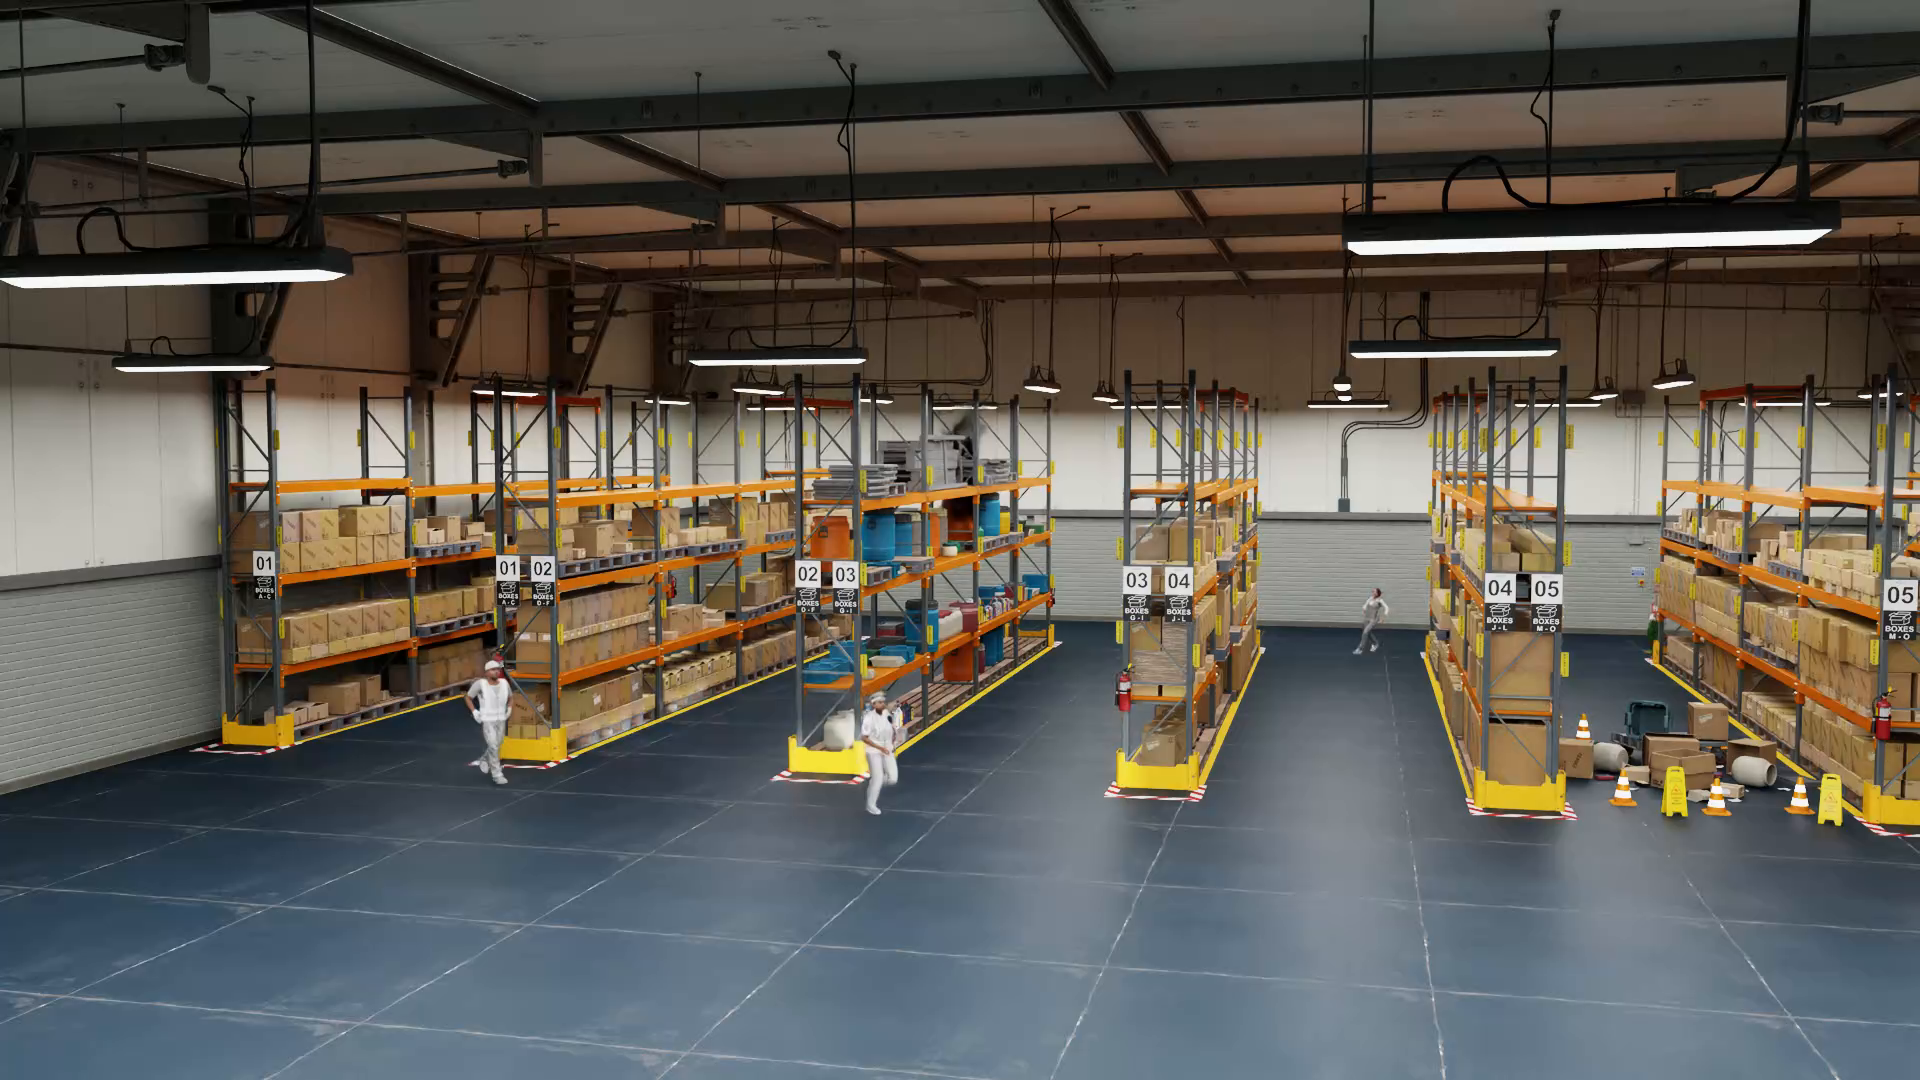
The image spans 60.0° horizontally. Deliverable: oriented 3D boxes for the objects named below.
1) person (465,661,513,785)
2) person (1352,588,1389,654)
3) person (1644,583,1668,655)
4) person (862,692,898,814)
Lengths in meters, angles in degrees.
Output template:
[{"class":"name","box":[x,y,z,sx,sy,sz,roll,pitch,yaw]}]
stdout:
[{"class":"person","box":[-6.847,2.649,24.385,0.689,1.771,0.866,-3,5,-43]},{"class":"person","box":[9.546,1.878,38.687,0.866,1.536,0.589,-2,4,-28]},{"class":"person","box":[16.182,1.832,38.523,0.746,1.736,0.716,3,4,37]},{"class":"person","box":[-1.048,2.844,22.275,0.595,1.660,0.604,-3,4,-39]}]
